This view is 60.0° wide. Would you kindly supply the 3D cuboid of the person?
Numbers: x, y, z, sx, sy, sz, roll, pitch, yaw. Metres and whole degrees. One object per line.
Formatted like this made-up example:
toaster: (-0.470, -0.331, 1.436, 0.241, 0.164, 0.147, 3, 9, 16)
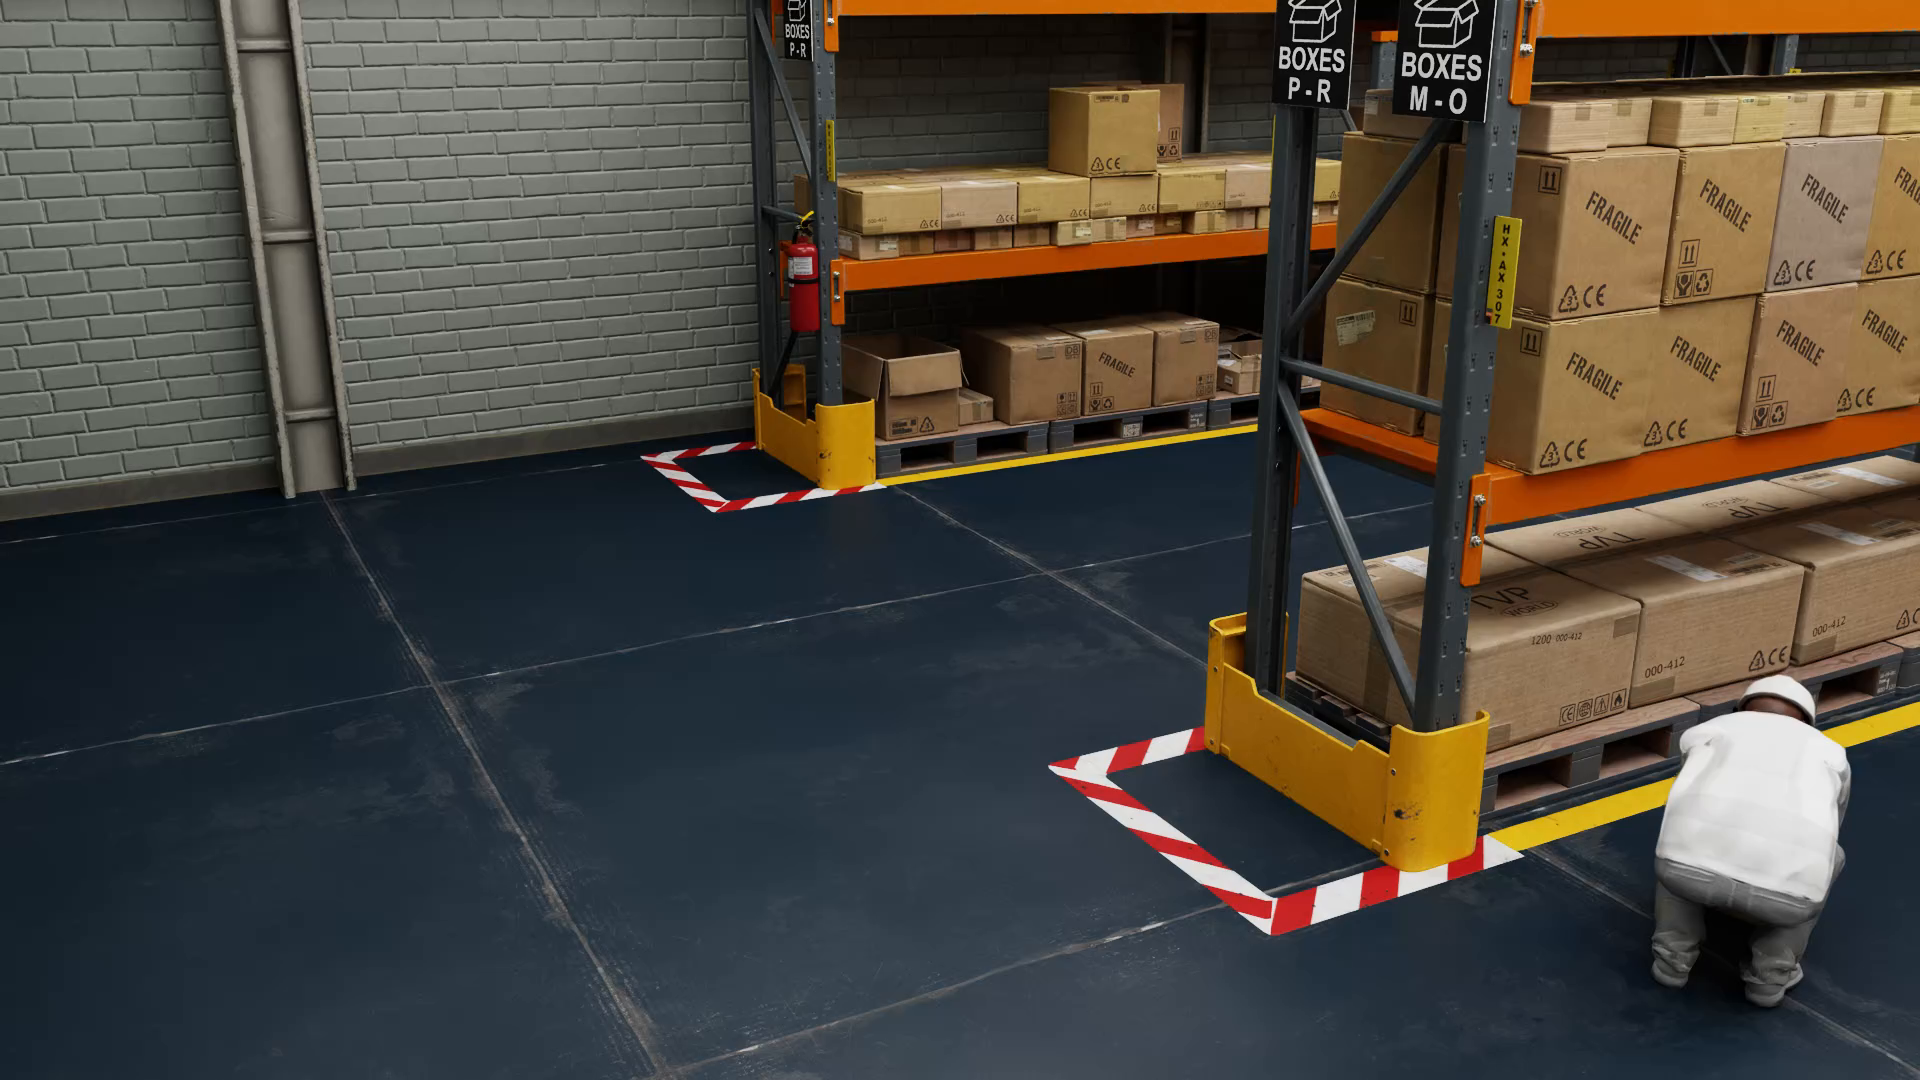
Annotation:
person: (2.349, 0.913, 4.954, 0.504, 0.802, 0.982, 12, 22, 32)
